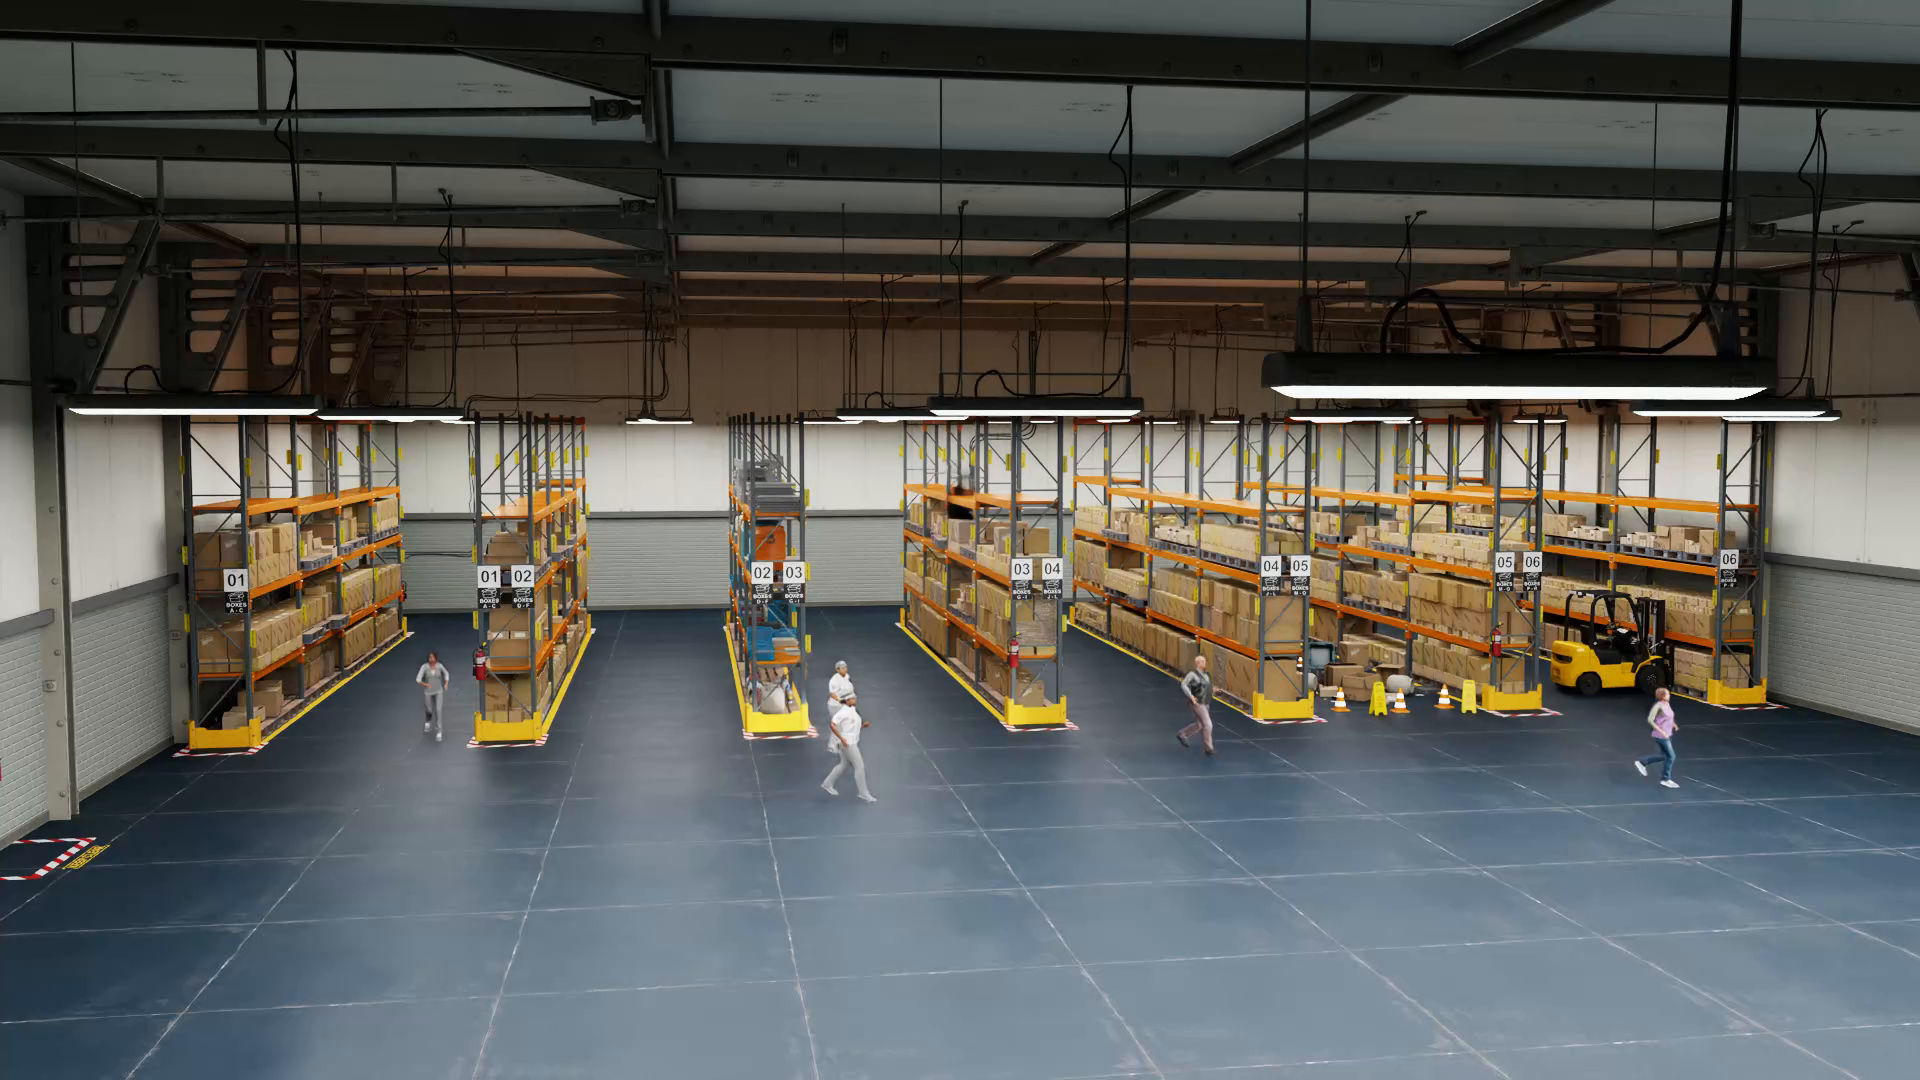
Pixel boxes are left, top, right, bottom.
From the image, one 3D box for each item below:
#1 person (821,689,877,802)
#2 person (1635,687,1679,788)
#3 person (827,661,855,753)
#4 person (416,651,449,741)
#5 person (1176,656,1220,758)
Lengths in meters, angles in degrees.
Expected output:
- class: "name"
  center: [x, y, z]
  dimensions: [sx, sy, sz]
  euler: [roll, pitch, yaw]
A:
- class: "person"
  center: [-1.705, 3.130, 25.419]
  dimensions: [0.885, 1.721, 0.562]
  euler: [0, 4, 6]
- class: "person"
  center: [11.163, 3.139, 26.589]
  dimensions: [0.669, 1.587, 0.534]
  euler: [3, 5, 38]
- class: "person"
  center: [-2.063, 2.930, 29.246]
  dimensions: [0.605, 1.626, 0.610]
  euler: [3, 5, 34]
- class: "person"
  center: [-9.703, 2.845, 30.621]
  dimensions: [0.589, 1.620, 0.826]
  euler: [-2, 4, -22]
- class: "person"
  center: [4.183, 2.887, 29.081]
  dimensions: [0.890, 1.736, 0.648]
  euler: [3, 5, 36]
